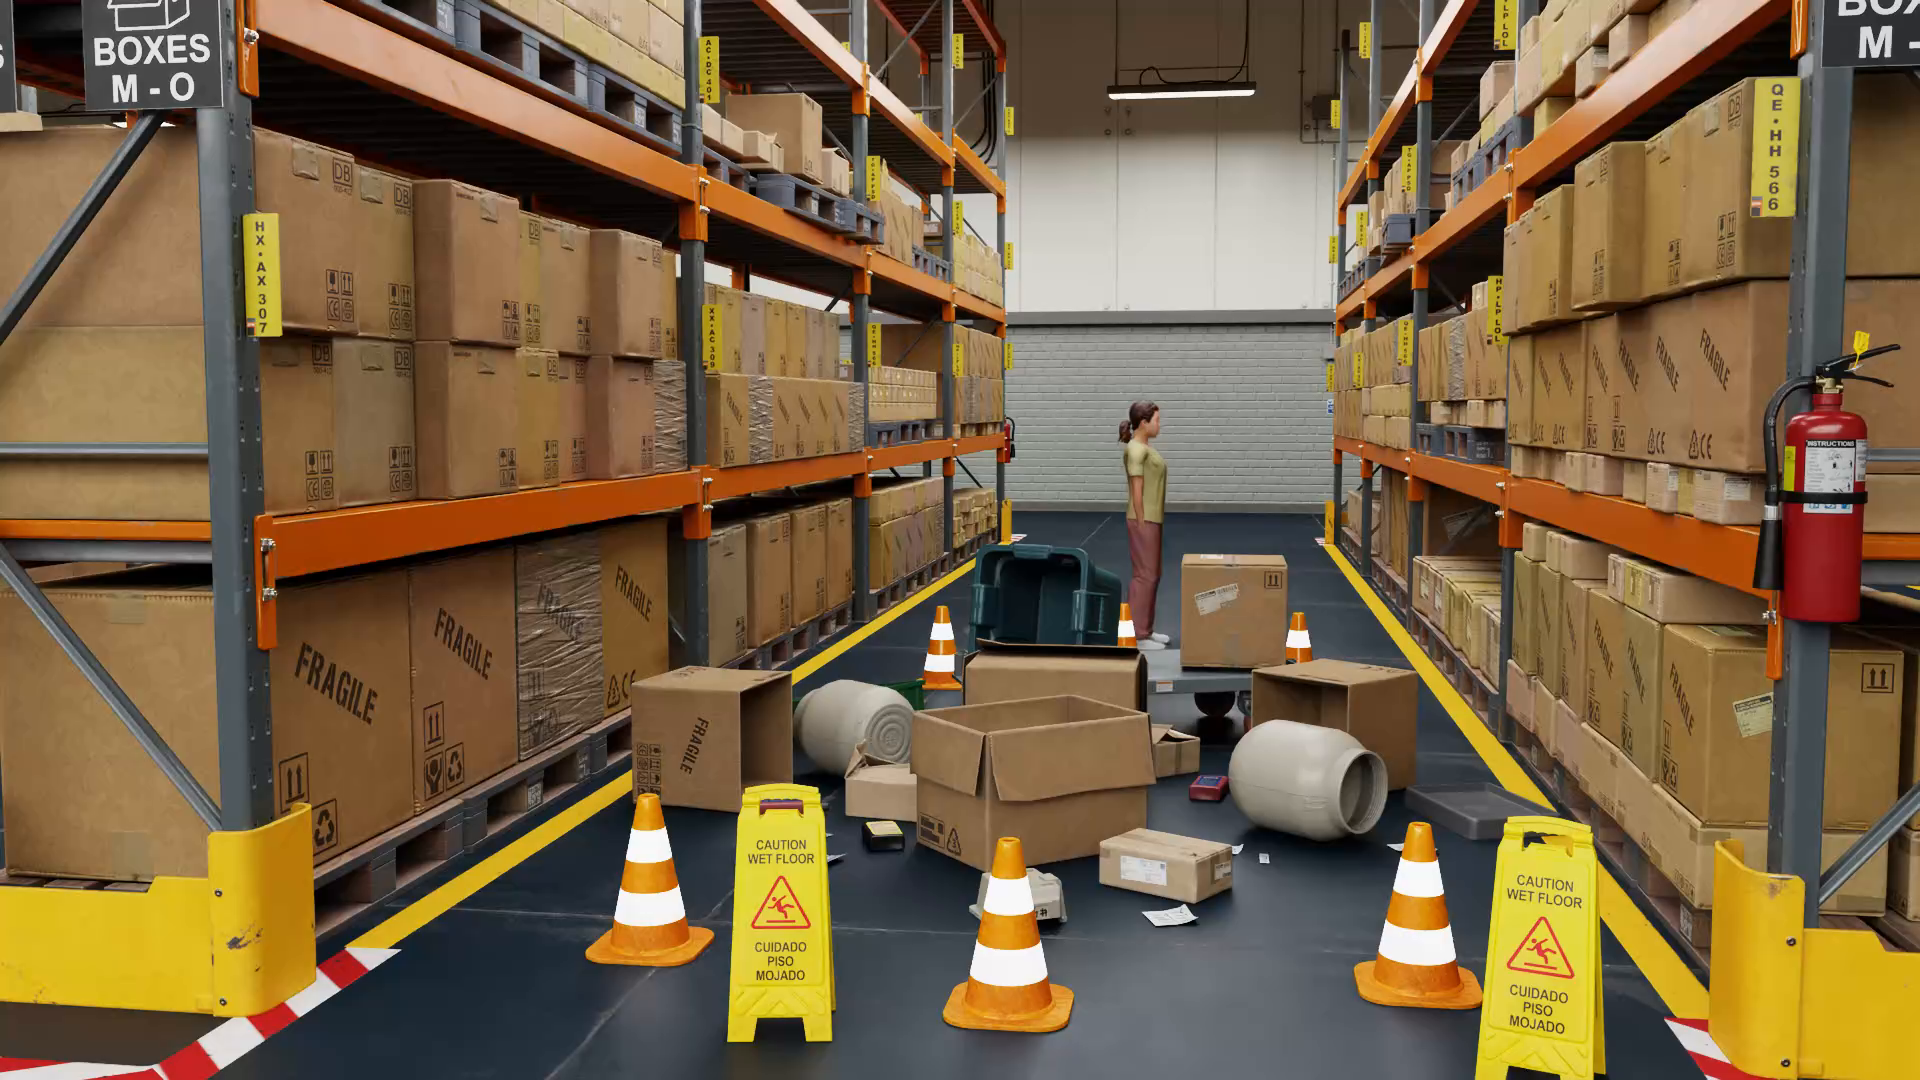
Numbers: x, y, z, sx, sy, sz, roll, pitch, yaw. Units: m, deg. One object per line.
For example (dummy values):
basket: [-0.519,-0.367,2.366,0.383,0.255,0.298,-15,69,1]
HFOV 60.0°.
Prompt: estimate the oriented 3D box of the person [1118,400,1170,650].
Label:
person: [1.243,-0.103,11.280,0.365,1.684,0.442,1,5,10]
